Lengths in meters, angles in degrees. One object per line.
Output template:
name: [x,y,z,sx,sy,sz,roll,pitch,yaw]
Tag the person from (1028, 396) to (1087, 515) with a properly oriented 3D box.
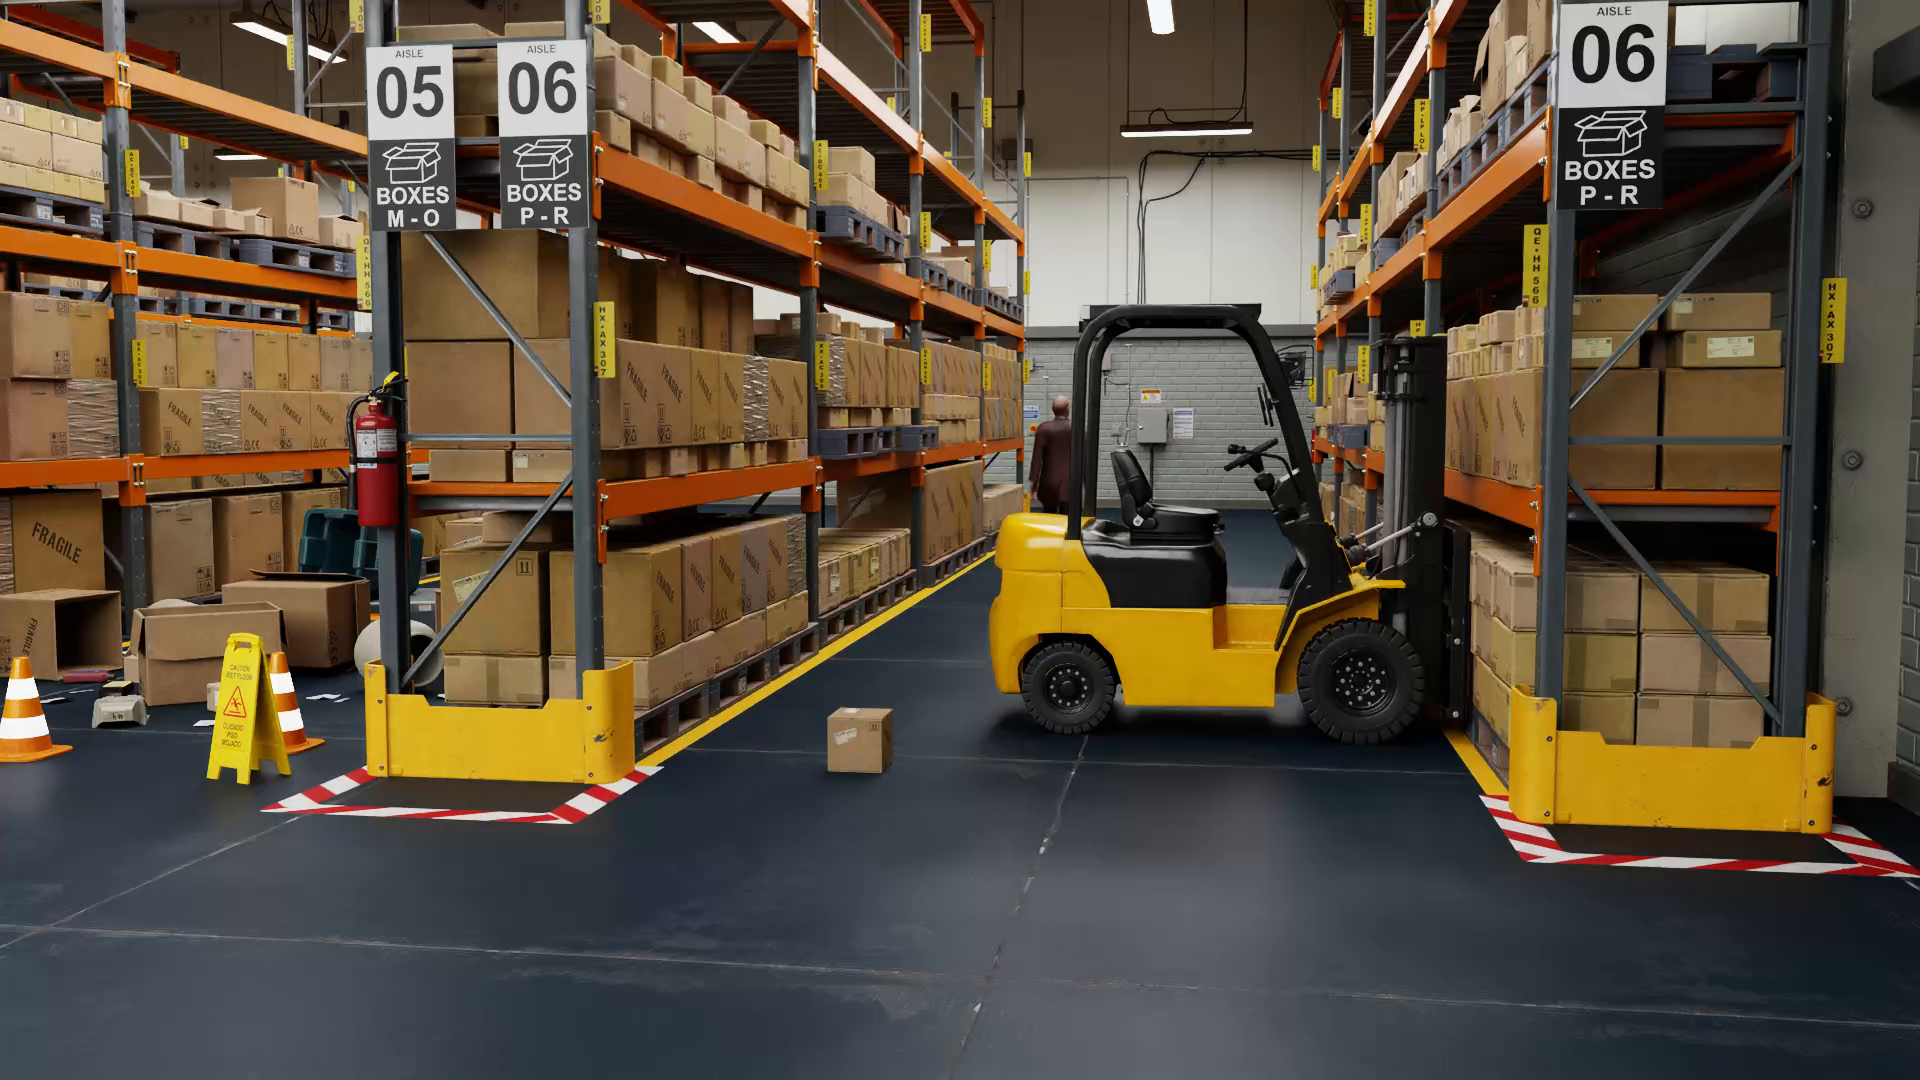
person: [1.038,-0.448,17.058,0.659,1.652,0.582,1,4,8]
